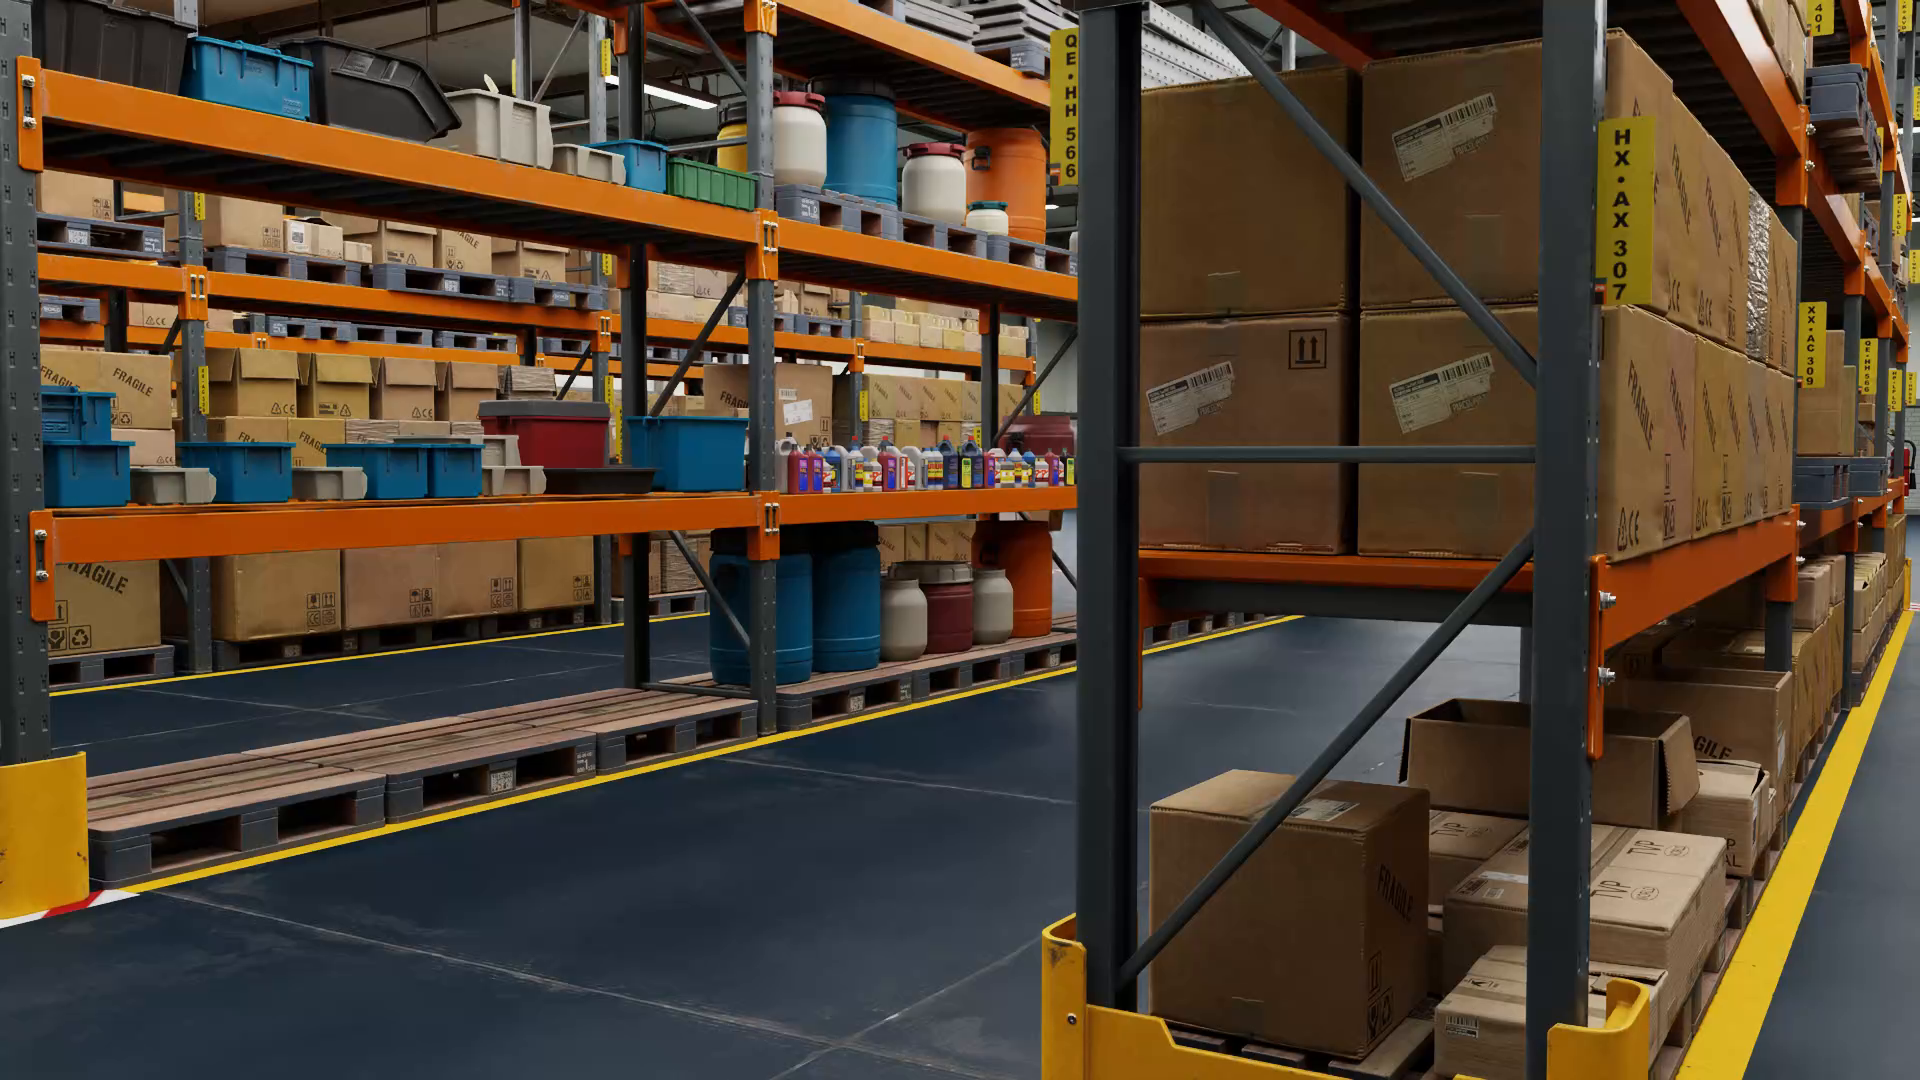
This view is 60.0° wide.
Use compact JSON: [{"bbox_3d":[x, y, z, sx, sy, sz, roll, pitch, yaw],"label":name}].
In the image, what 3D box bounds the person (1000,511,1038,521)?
[{"bbox_3d":[0.573,-0.094,14.573,0.567,1.766,0.494,2,3,32],"label":"person"}]
